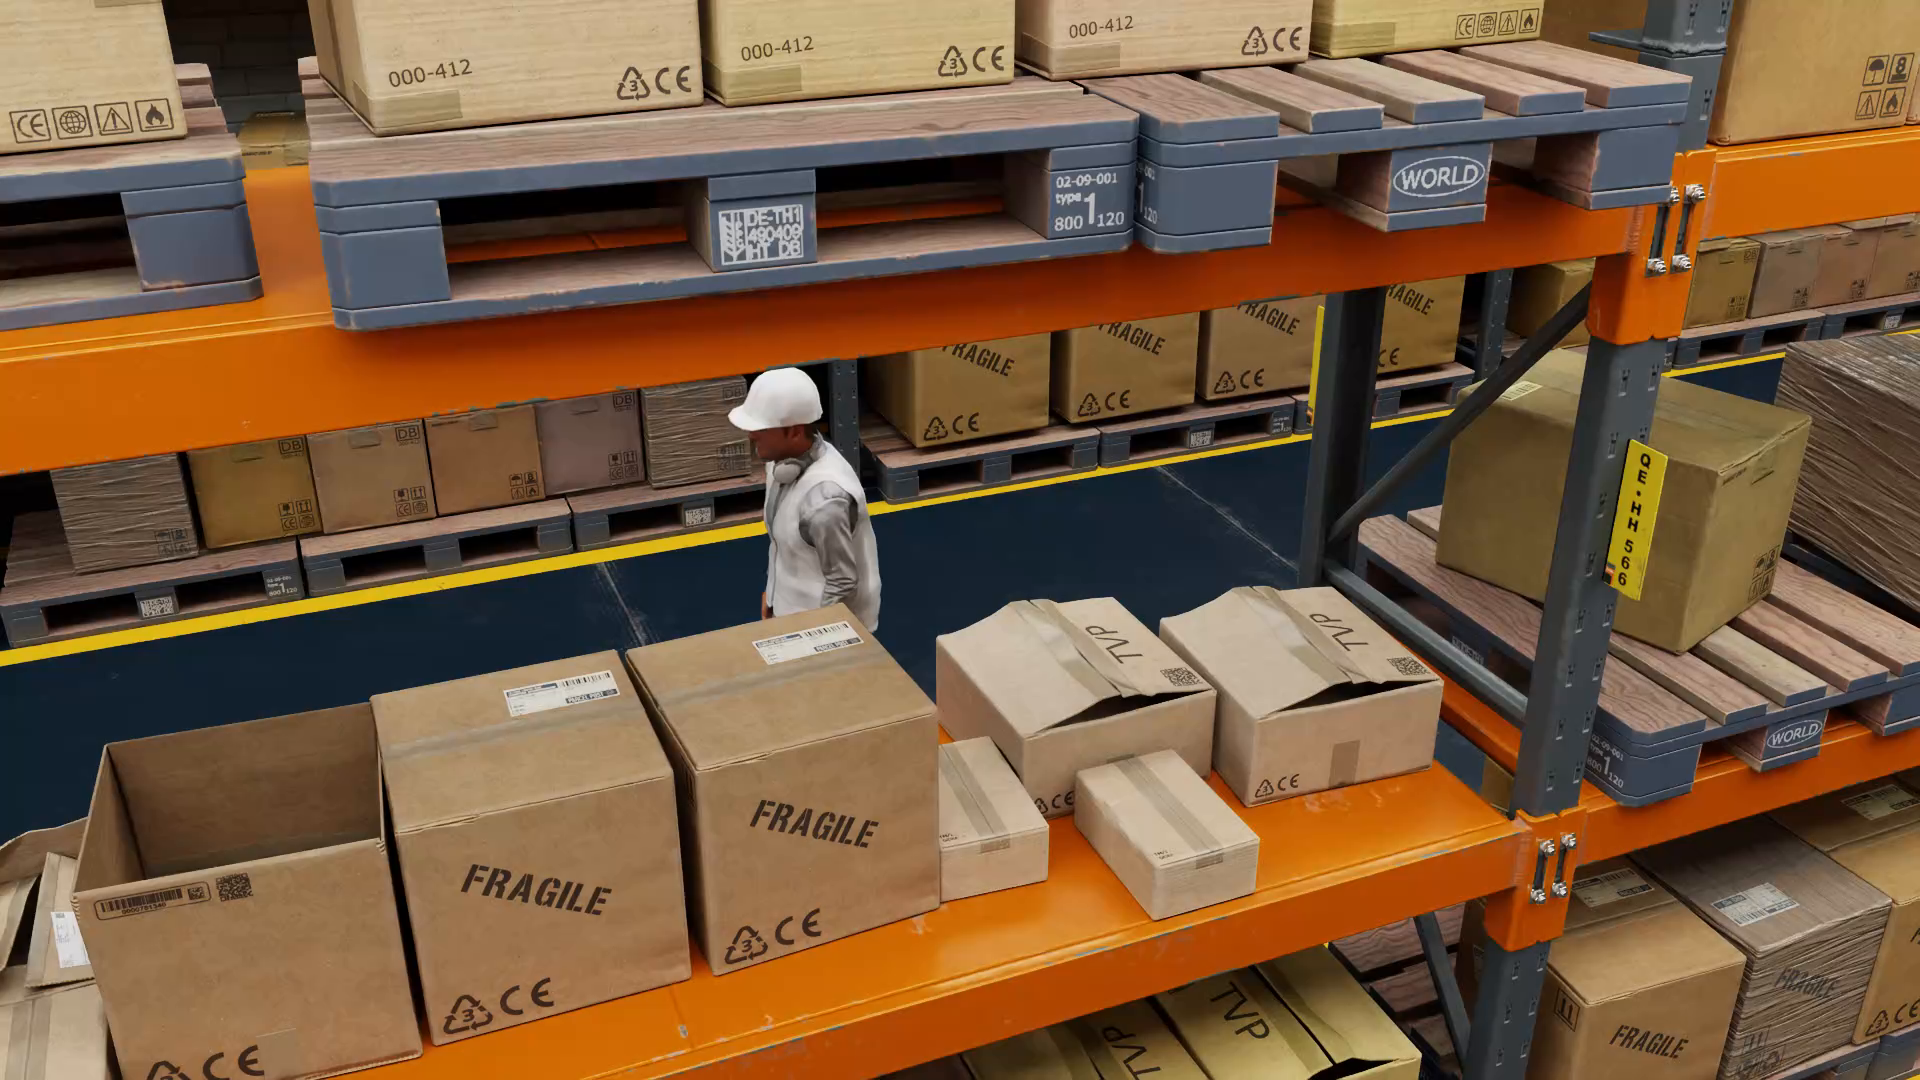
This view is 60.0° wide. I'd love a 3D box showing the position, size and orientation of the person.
[{"bbox_3d":[-0.505,0.253,5.556,0.460,1.772,0.580,-10,28,-20],"label":"person"}]
